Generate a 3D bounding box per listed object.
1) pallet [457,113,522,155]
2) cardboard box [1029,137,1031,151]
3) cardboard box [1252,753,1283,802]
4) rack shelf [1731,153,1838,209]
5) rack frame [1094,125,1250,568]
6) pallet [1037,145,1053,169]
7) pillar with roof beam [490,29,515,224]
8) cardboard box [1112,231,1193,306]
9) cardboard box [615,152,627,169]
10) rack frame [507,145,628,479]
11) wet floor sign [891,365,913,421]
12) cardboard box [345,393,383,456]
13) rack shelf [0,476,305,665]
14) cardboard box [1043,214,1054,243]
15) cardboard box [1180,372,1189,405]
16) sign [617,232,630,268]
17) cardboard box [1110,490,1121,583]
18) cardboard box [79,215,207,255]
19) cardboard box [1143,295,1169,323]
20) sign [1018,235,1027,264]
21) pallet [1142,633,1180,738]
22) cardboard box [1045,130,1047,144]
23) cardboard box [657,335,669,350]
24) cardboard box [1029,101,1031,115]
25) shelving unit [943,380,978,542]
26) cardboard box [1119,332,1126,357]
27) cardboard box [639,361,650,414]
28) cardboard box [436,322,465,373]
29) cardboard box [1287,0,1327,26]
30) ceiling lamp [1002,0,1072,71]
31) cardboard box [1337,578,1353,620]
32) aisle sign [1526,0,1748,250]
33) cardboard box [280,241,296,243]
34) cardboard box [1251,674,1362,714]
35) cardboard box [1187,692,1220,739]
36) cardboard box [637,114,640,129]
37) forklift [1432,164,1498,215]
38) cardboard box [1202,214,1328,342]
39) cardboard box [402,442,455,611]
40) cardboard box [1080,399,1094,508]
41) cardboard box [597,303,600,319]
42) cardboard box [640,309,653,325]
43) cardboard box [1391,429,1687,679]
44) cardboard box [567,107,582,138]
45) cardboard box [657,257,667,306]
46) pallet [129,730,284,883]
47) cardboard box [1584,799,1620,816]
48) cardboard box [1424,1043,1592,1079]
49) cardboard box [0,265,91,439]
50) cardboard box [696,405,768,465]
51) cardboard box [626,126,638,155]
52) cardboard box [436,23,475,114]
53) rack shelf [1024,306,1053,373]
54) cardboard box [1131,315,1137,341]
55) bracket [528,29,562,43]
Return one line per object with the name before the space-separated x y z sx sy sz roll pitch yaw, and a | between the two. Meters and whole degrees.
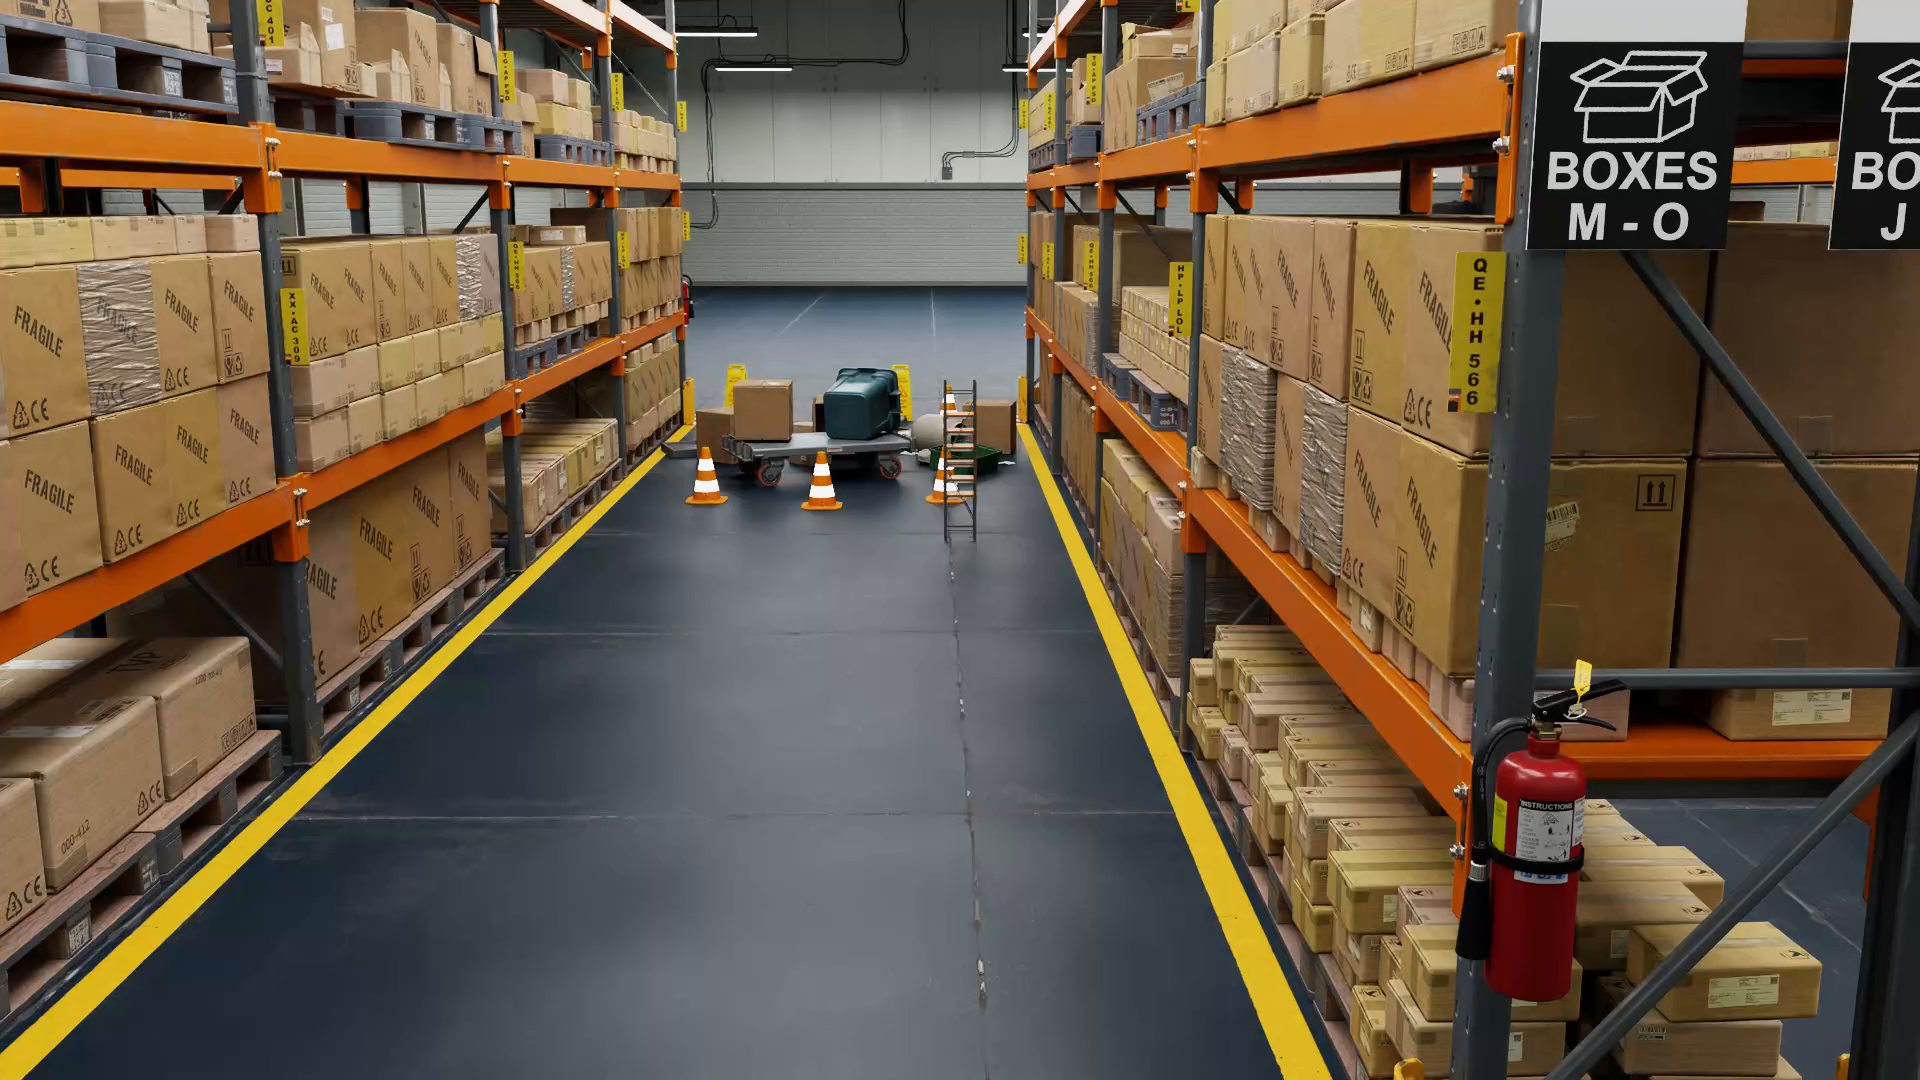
pallet | -3.438 -2.498 10.258 1.213 0.211 1.003 0 11 1
cardboard box | 0.964 -4.411 18.538 0.380 0.149 0.250 0 11 -1
cardboard box | 1.275 0.882 6.031 0.380 0.149 0.250 0 11 -2
rack shelf | 6.362 -2.804 13.101 1.077 0.370 4.000 0 11 -1
rack frame | 1.442 -1.289 11.367 1.000 3.000 0.127 0 11 -1
pallet | 1.331 -3.915 16.991 1.003 0.211 1.213 0 11 -1
pillar with roof beam | -5.587 -9.211 35.329 9.100 9.000 0.548 0 11 -1
cardboard box | 1.443 -1.917 11.698 0.700 0.500 0.500 0 11 -1
cardboard box | -3.295 -3.506 15.382 0.380 0.149 0.250 0 11 -1
rack frame | -3.587 -2.043 15.087 1.000 3.000 0.127 0 11 -1
wet floor sign | -0.703 -1.723 19.428 0.267 0.644 0.232 -2 12 -11
cardboard box | -3.179 -0.571 8.207 0.500 0.250 0.500 -1 11 -3
rack shelf | -3.381 0.297 5.360 1.077 0.370 4.000 0 11 -1
cardboard box | 1.259 -2.869 16.063 0.875 0.550 0.550 0 11 -1
cardboard box | 1.310 -0.756 8.315 0.380 0.149 0.250 0 11 -1
sign | -3.032 -2.614 14.987 0.100 0.325 0.005 0 11 -1
cardboard box | 1.216 -0.028 10.383 0.500 0.500 0.500 0 11 0
cardboard box | -3.200 -1.197 6.518 0.380 0.149 0.250 0 11 0
cardboard box | 1.279 -1.362 9.806 0.380 0.149 0.250 0 11 1
sign | 0.722 -3.341 19.106 0.100 0.325 0.005 0 11 -1
pallet | 1.507 0.718 8.488 1.003 0.211 1.213 0 11 -1
cardboard box | 1.015 -3.909 16.062 0.380 0.149 0.250 0 11 -1
cardboard box | -3.316 -2.101 17.714 0.380 0.149 0.250 0 11 0
cardboard box | 0.966 -4.804 18.468 0.380 0.149 0.250 0 11 -1
shelving unit | 0.000 -0.591 12.454 0.258 1.200 0.189 0 11 -1
cardboard box | 1.250 -1.282 10.908 0.380 0.149 0.250 0 11 -2
cardboard box | -3.352 -1.494 16.352 0.500 0.500 0.500 0 11 1
cardboard box | -3.195 -1.121 9.660 0.500 0.250 0.500 -1 11 -3
cardboard box | 1.325 -1.734 5.139 0.500 0.250 0.500 -1 11 -4
ceiling lamp | 2.078 -13.721 42.879 2.000 3.185 0.800 0 11 -1
cardboard box | 1.326 0.159 4.865 0.380 0.149 0.250 -1 11 -4
aisle sign | 1.309 -0.957 3.192 0.394 0.787 0.004 0 11 -1
cardboard box | -3.691 -1.284 8.576 0.500 0.500 0.500 0 11 1
cardboard box | 1.354 0.632 6.515 0.380 0.149 0.250 -1 11 -3
cardboard box | 1.211 0.772 7.326 0.380 0.149 0.250 -1 11 -4
cardboard box | -3.349 -4.104 16.325 0.380 0.149 0.250 0 11 -2
forklift | 4.014 -1.400 12.090 1.130 2.935 3.031 1 12 5
cardboard box | 1.291 -1.088 6.862 0.500 0.500 0.500 0 11 0
cardboard box | -3.559 -0.098 9.785 0.875 0.875 0.875 0 11 0
cardboard box | 1.498 -0.687 13.004 1.050 0.750 0.750 0 11 0
cardboard box | -3.313 -1.972 14.313 0.380 0.149 0.250 -1 11 -3
cardboard box | -3.290 -2.239 16.681 0.380 0.149 0.250 0 11 -1
cardboard box | 1.341 0.019 3.924 0.500 0.500 0.500 0 11 0
cardboard box | -3.425 -3.430 13.696 0.500 0.250 0.500 0 11 0
cardboard box | -3.371 -2.728 17.459 0.500 0.500 0.500 0 11 -1
pallet | -3.484 1.065 6.779 1.003 0.211 1.213 0 11 -1
cardboard box | 1.849 0.887 5.261 0.380 0.149 0.250 0 11 1
cardboard box | 1.388 1.389 4.281 0.380 0.149 0.250 0 11 0
cardboard box | -3.112 -0.598 5.195 0.500 0.500 0.500 0 11 -1
cardboard box | -2.249 -1.038 16.413 0.500 0.500 0.500 9 15 38
cardboard box | -3.342 -3.777 15.716 0.500 0.250 0.500 0 11 -2
cardboard box | -3.294 -2.777 9.851 0.700 0.500 0.500 -1 11 -4
rack shelf | 1.318 -2.129 17.317 1.077 0.370 4.000 0 11 -1
cardboard box | 1.268 -1.313 10.316 0.380 0.149 0.250 -1 11 -3
bracket | -9.598 -11.557 37.839 0.076 0.066 4.783 0 11 -1
